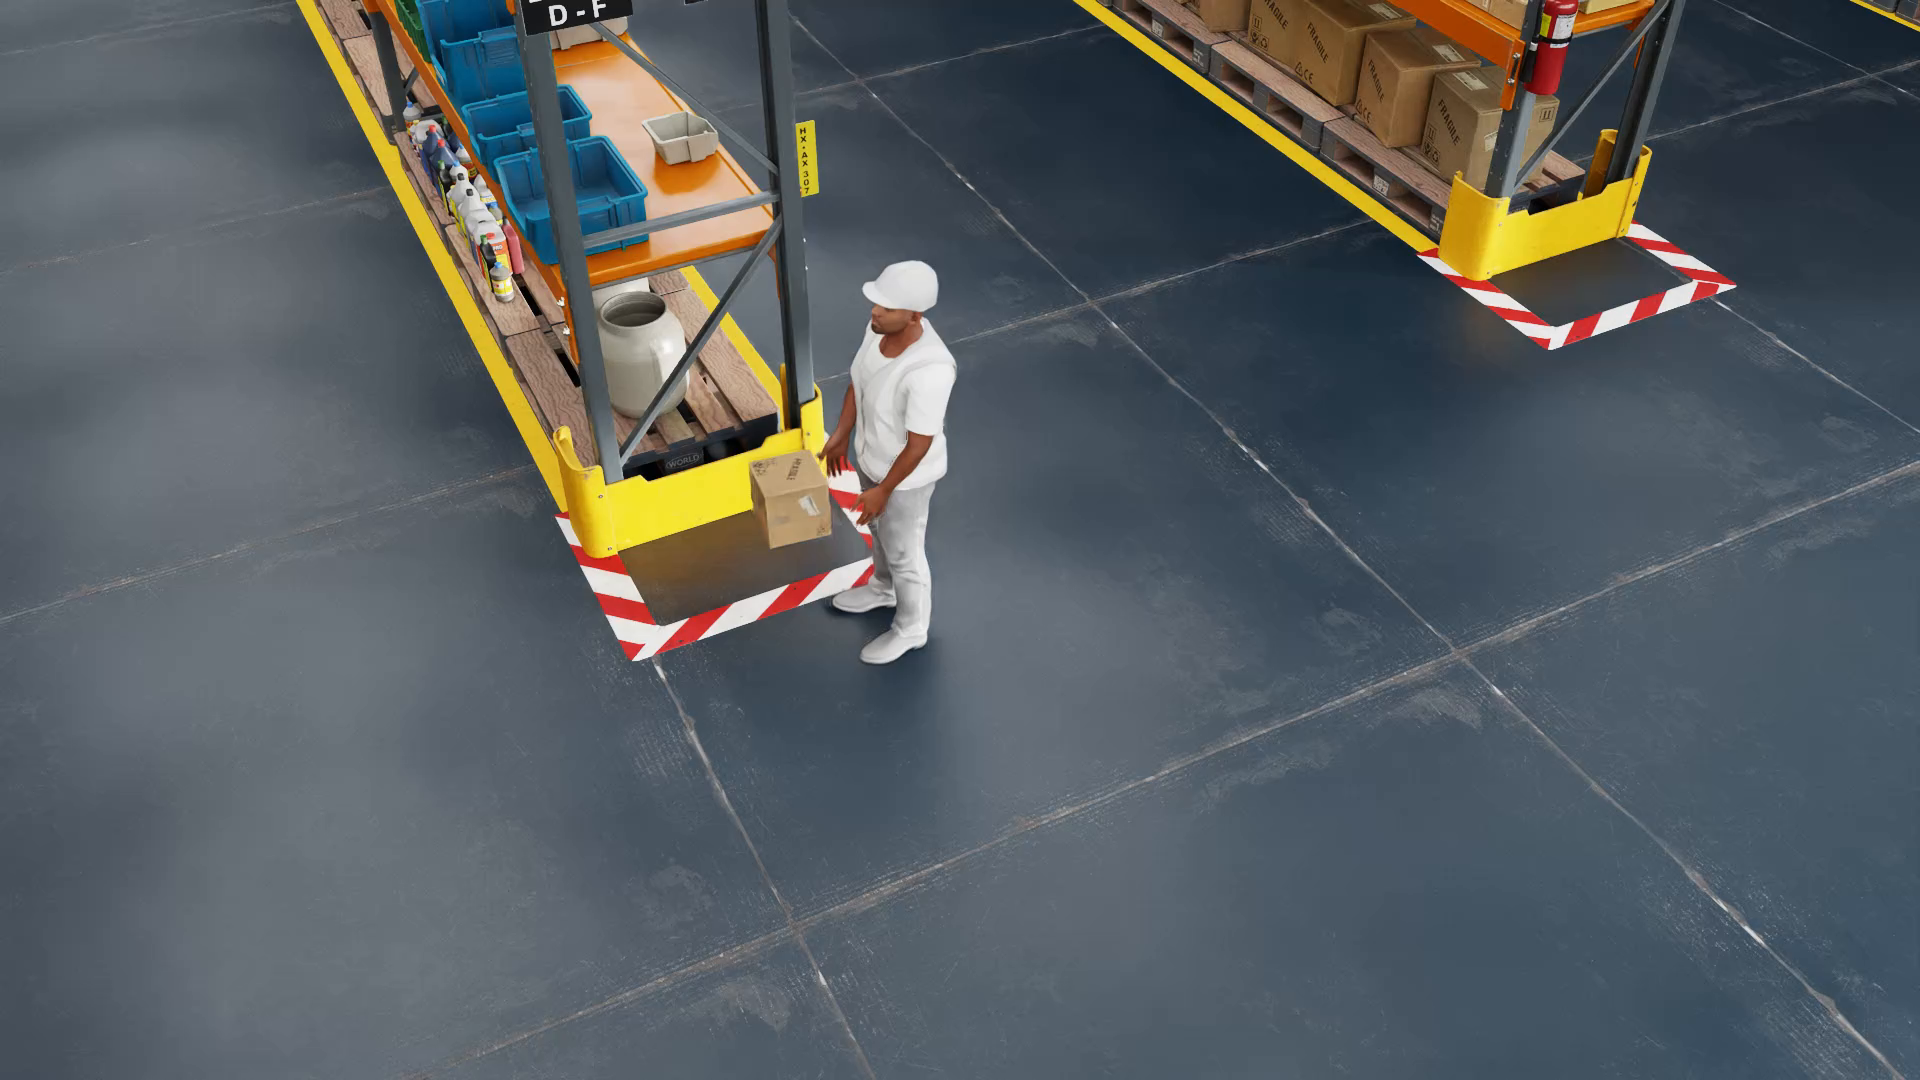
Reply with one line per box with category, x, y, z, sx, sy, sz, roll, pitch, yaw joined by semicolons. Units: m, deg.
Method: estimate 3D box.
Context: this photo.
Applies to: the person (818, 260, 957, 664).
person;-0.281;-0.295;6.470;0.464;1.778;0.554;-17;44;-19
